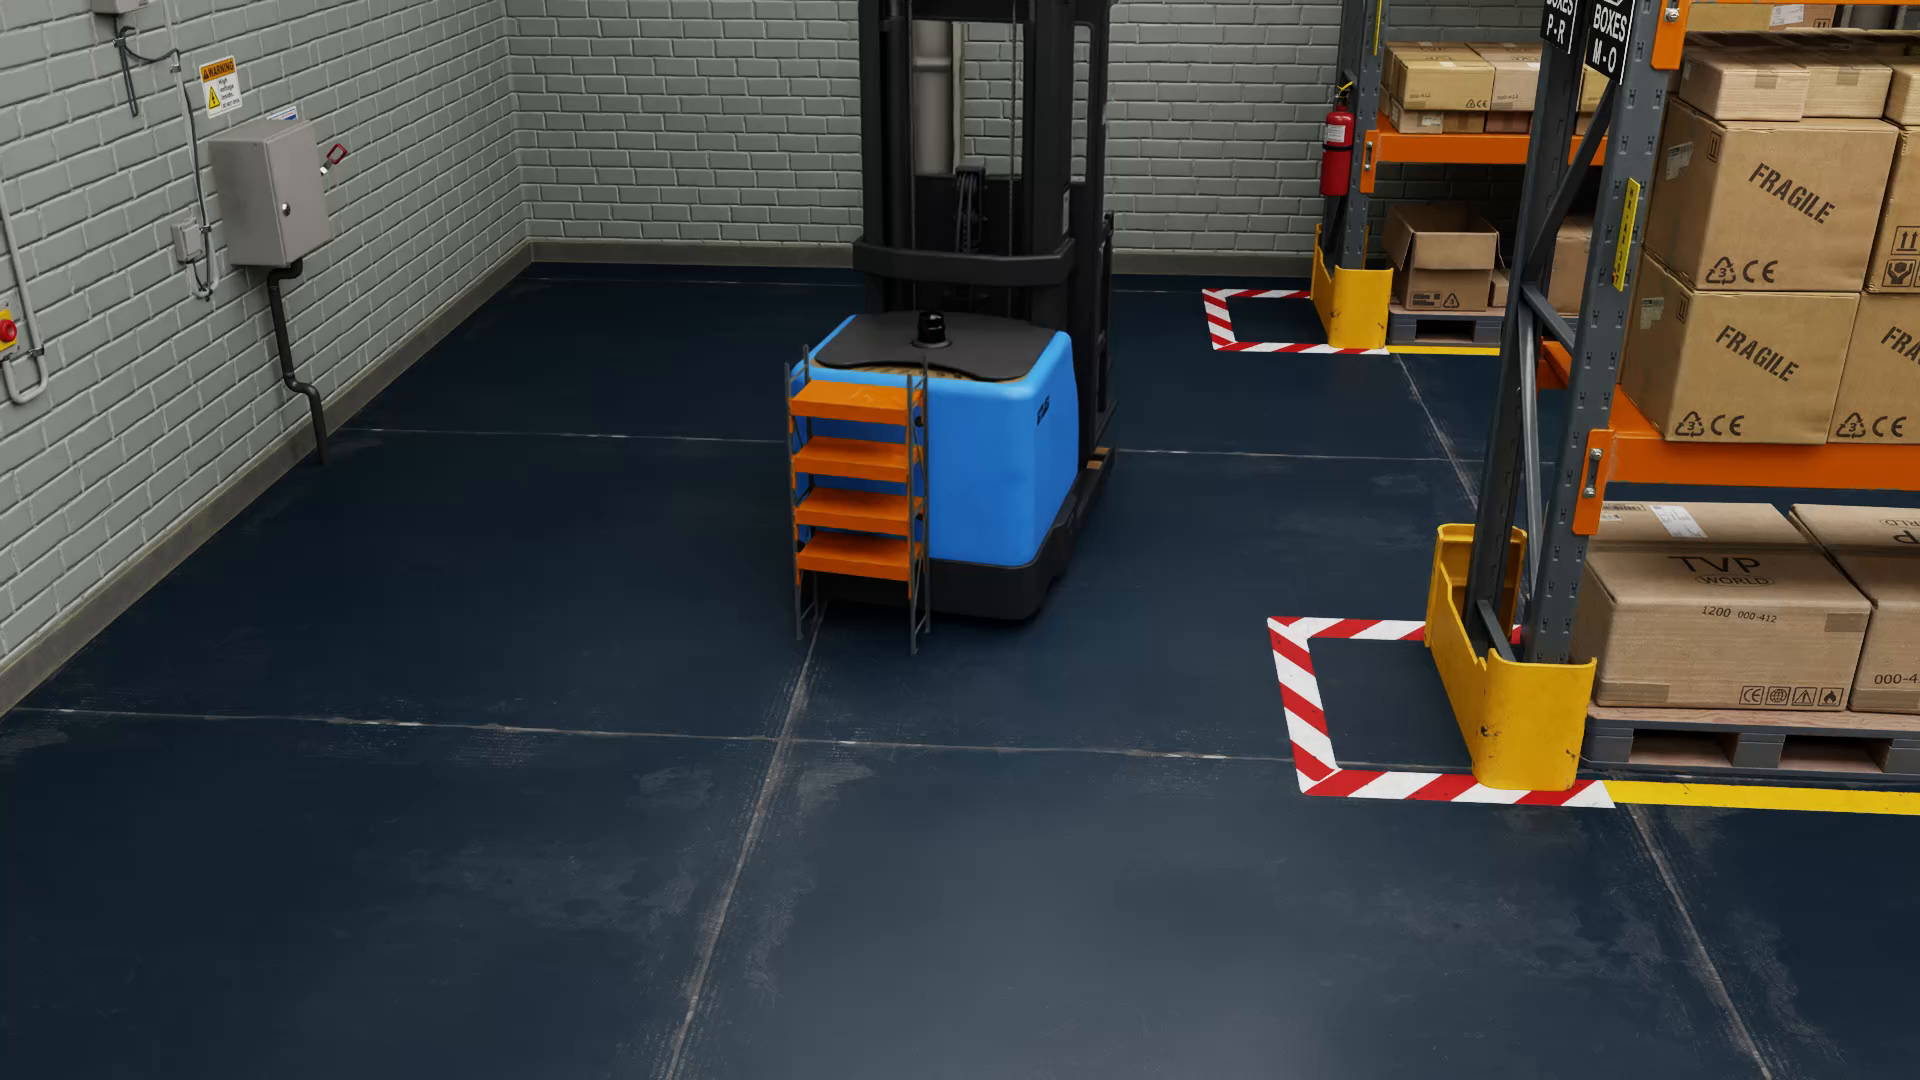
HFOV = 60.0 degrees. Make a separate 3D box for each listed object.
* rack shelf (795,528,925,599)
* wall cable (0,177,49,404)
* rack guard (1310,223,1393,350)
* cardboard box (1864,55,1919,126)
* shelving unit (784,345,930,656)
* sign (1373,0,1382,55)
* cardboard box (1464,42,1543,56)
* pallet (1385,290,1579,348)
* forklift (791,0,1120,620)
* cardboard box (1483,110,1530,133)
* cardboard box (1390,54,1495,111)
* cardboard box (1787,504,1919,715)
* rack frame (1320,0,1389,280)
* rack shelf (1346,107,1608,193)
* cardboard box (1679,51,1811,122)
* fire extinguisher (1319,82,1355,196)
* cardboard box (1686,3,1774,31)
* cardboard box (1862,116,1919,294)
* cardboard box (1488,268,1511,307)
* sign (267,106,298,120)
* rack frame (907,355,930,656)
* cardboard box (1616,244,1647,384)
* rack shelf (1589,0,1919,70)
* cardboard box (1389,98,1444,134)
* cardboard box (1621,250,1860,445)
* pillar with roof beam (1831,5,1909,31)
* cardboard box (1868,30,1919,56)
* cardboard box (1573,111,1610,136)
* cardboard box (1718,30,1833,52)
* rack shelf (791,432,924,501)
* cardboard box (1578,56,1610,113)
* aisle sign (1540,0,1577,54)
[{"bbox_3d":[-0.397,0.092,6.751,0.480,0.148,0.258,6,25,13],"label":"rack shelf"},{"bbox_3d":[-3.559,-1.372,5.891,0.123,1.953,0.585,2,25,4],"label":"wall cable"},{"bbox_3d":[2.517,-1.657,10.753,0.348,0.500,1.175,2,25,4],"label":"rack guard"},{"bbox_3d":[2.915,-1.359,5.022,0.250,0.149,0.380,3,25,6],"label":"cardboard box"},{"bbox_3d":[-0.398,-0.150,6.639,0.503,1.200,0.258,6,25,13],"label":"shelving unit"},{"bbox_3d":[2.400,-2.962,9.563,0.005,0.325,0.100,2,25,4],"label":"sign"},{"bbox_3d":[3.434,-2.941,10.376,0.500,0.250,0.500,2,25,4],"label":"cardboard box"},{"bbox_3d":[3.312,-1.500,10.758,1.213,0.211,1.003,2,25,4],"label":"pallet"},{"bbox_3d":[0.163,-1.593,7.706,1.130,2.935,3.031,6,25,13],"label":"forklift"},{"bbox_3d":[3.270,-2.573,10.054,0.250,0.149,0.380,2,25,3],"label":"cardboard box"},{"bbox_3d":[2.873,-2.735,9.929,0.500,0.250,0.500,2,25,4],"label":"cardboard box"},{"bbox_3d":[3.644,0.252,6.176,0.875,0.438,0.875,2,25,5],"label":"cardboard box"},{"bbox_3d":[2.441,-2.795,10.235,0.127,3.000,1.000,2,25,4],"label":"rack frame"},{"bbox_3d":[4.435,-2.404,10.247,4.000,0.370,1.077,2,25,4],"label":"rack shelf"},{"bbox_3d":[2.398,-1.393,5.098,0.250,0.149,0.380,2,25,5],"label":"cardboard box"},{"bbox_3d":[2.259,-2.402,9.921,0.183,0.674,0.296,2,25,4],"label":"fire extinguisher"},{"bbox_3d":[4.369,-3.028,9.668,0.500,0.500,0.500,2,25,5],"label":"cardboard box"},{"bbox_3d":[3.038,-1.078,5.188,0.500,0.500,0.500,1,25,3],"label":"cardboard box"},{"bbox_3d":[3.465,-1.602,10.550,0.250,0.149,0.380,1,25,2],"label":"cardboard box"},{"bbox_3d":[-3.421,-1.937,8.484,0.001,0.494,0.329,2,25,4],"label":"sign"},{"bbox_3d":[-0.161,-0.124,6.584,0.015,1.200,0.240,6,25,13],"label":"rack frame"},{"bbox_3d":[2.566,-0.866,5.924,0.500,0.500,0.500,2,25,4],"label":"cardboard box"},{"bbox_3d":[4.059,-1.698,5.123,4.000,0.370,1.077,2,25,4],"label":"rack shelf"},{"bbox_3d":[2.748,-2.556,10.017,0.250,0.149,0.380,2,25,4],"label":"cardboard box"},{"bbox_3d":[2.522,-0.636,5.425,0.500,0.500,0.500,2,25,4],"label":"cardboard box"},{"bbox_3d":[5.475,-3.996,5.669,0.400,9.000,9.100,2,25,4],"label":"pillar with roof beam"},{"bbox_3d":[3.205,-1.596,5.538,0.250,0.149,0.380,2,25,5],"label":"cardboard box"},{"bbox_3d":[3.782,-2.533,9.968,0.250,0.149,0.380,2,25,5],"label":"cardboard box"},{"bbox_3d":[2.693,-1.594,5.534,0.250,0.149,0.380,2,25,5],"label":"cardboard box"},{"bbox_3d":[-0.398,-0.292,6.574,0.480,0.148,0.258,6,25,13],"label":"rack shelf"},{"bbox_3d":[3.881,-2.704,9.862,0.500,0.250,0.500,1,25,3],"label":"cardboard box"},{"bbox_3d":[2.017,-2.038,5.482,0.004,0.787,0.394,2,25,4],"label":"aisle sign"}]
